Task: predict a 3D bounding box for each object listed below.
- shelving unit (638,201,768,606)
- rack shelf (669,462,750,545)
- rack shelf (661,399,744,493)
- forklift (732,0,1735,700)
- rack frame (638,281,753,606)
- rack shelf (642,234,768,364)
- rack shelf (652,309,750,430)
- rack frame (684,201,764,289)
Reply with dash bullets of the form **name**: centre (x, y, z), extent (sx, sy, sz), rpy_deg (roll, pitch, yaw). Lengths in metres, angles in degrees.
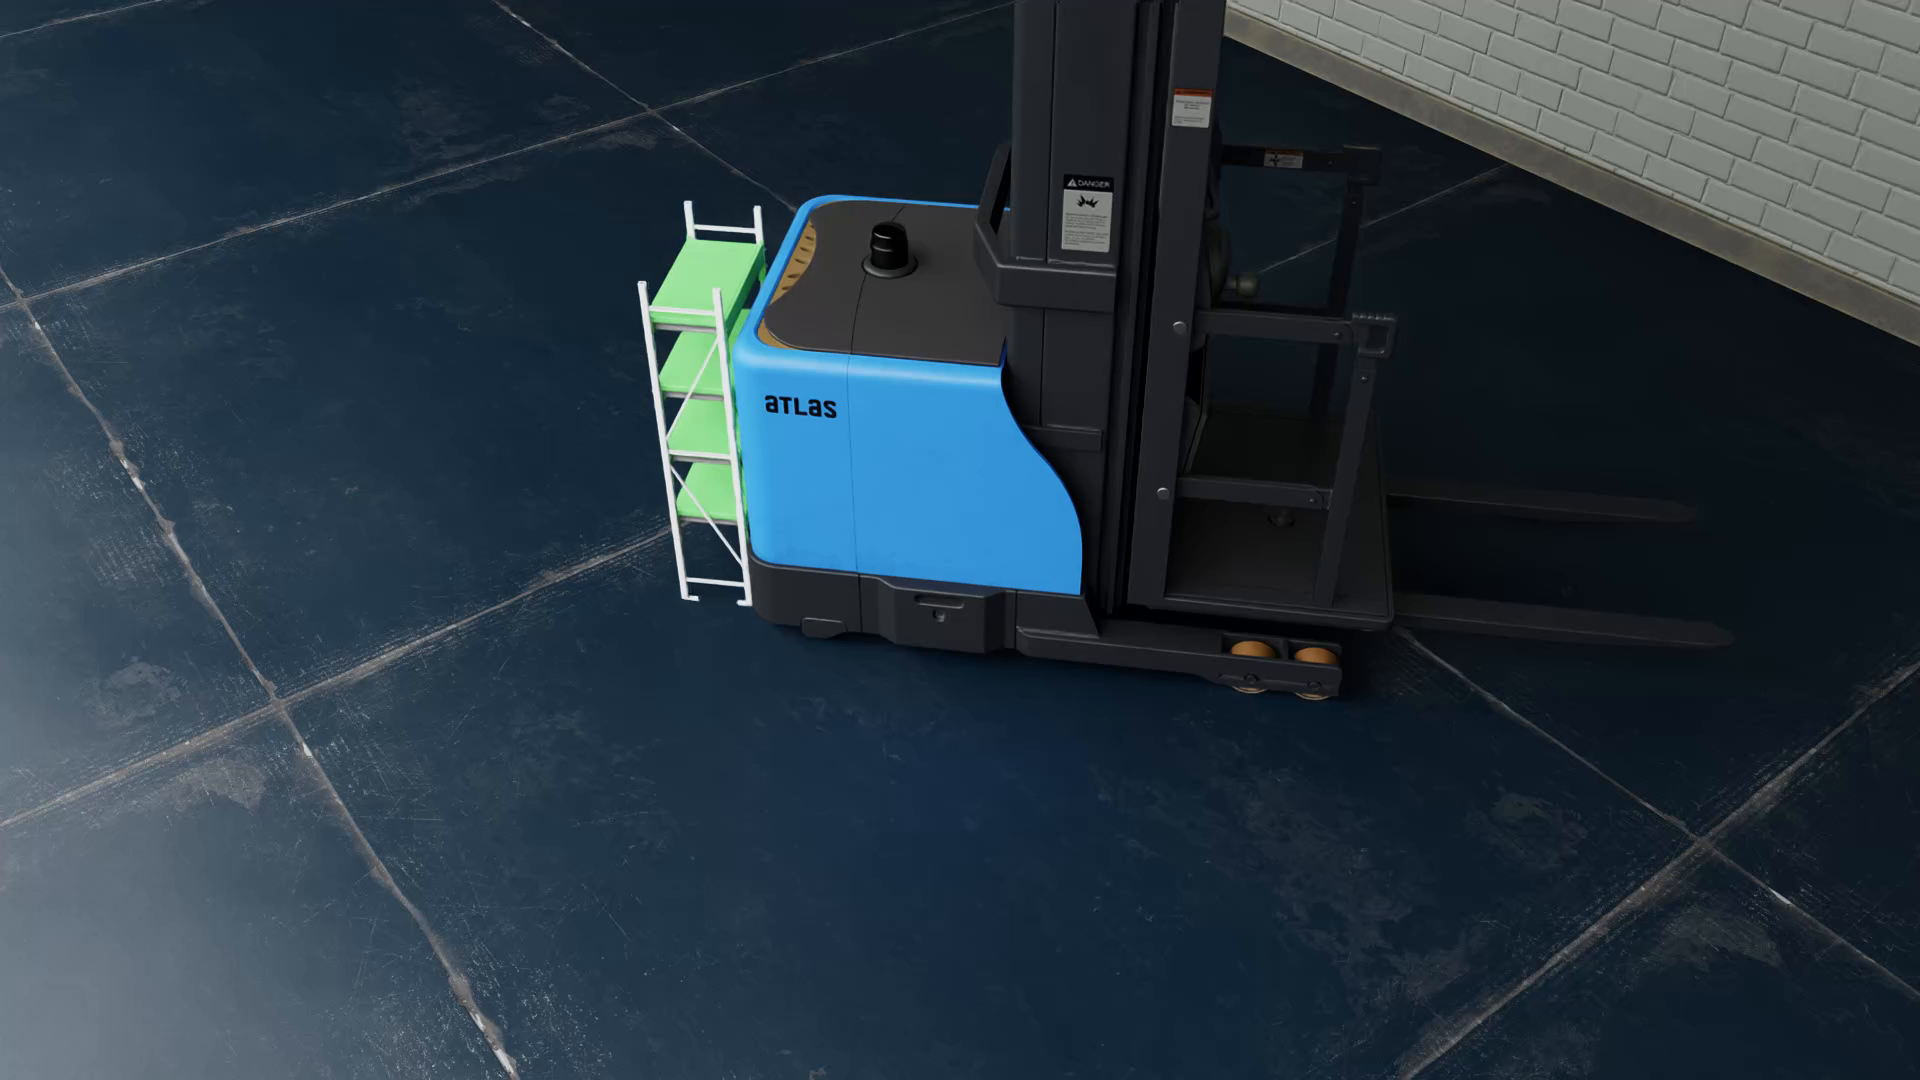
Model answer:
- **shelving unit**: centre (-0.766, -0.415, 5.310), extent (0.258, 1.200, 0.503), rpy_deg (5, 40, 6)
- **rack shelf**: centre (-0.767, -0.180, 5.502), extent (0.258, 0.148, 0.480), rpy_deg (5, 40, 6)
- **rack shelf**: centre (-0.766, -0.366, 5.350), extent (0.258, 0.148, 0.480), rpy_deg (5, 40, 6)
- **forklift**: centre (0.892, -1.001, 4.660), extent (3.031, 2.935, 1.130), rpy_deg (6, 40, 7)
- **rack frame**: centre (-0.801, -0.262, 5.123), extent (0.240, 1.200, 0.015), rpy_deg (5, 40, 6)
- **rack shelf**: centre (-0.766, -0.737, 5.046), extent (0.258, 0.148, 0.480), rpy_deg (5, 40, 6)
- **rack shelf**: centre (-0.766, -0.551, 5.198), extent (0.258, 0.148, 0.480), rpy_deg (5, 40, 6)
- **rack frame**: centre (-0.731, -0.568, 5.496), extent (0.240, 1.200, 0.015), rpy_deg (5, 40, 6)
